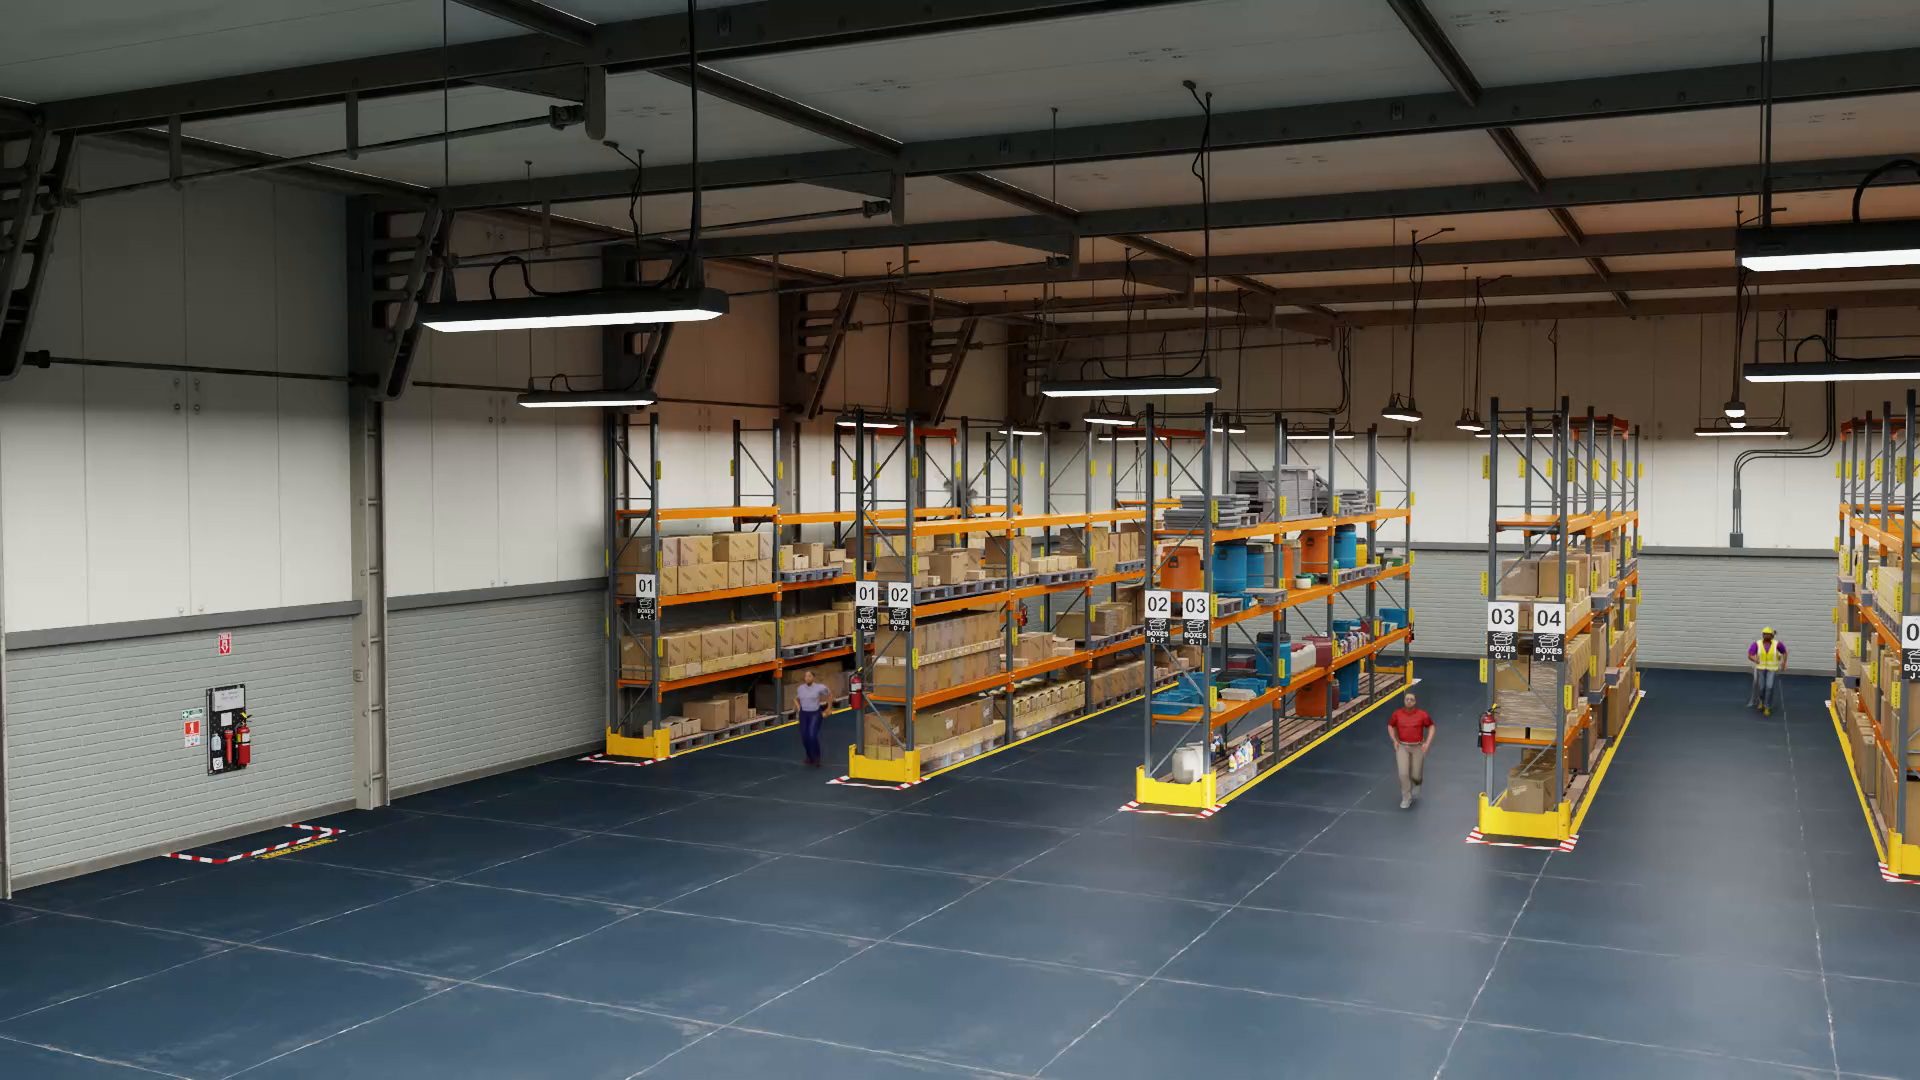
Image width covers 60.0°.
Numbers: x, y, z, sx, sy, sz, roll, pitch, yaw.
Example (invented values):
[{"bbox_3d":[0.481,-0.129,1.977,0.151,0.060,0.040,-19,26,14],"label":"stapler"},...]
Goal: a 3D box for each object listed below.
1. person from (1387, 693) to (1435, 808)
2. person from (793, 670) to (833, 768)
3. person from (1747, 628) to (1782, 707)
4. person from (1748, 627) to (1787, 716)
[{"bbox_3d":[6.743,3.120,24.881,0.690,1.689,0.662,1,3,19],"label":"person"},{"bbox_3d":[-2.506,3.023,28.010,0.635,1.681,0.674,1,3,17],"label":"person"},{"bbox_3d":[17.118,2.705,35.211,0.857,1.717,0.595,-2,3,-43],"label":"person"},{"bbox_3d":[16.579,2.680,34.169,0.724,1.783,0.863,1,3,29],"label":"person"}]
